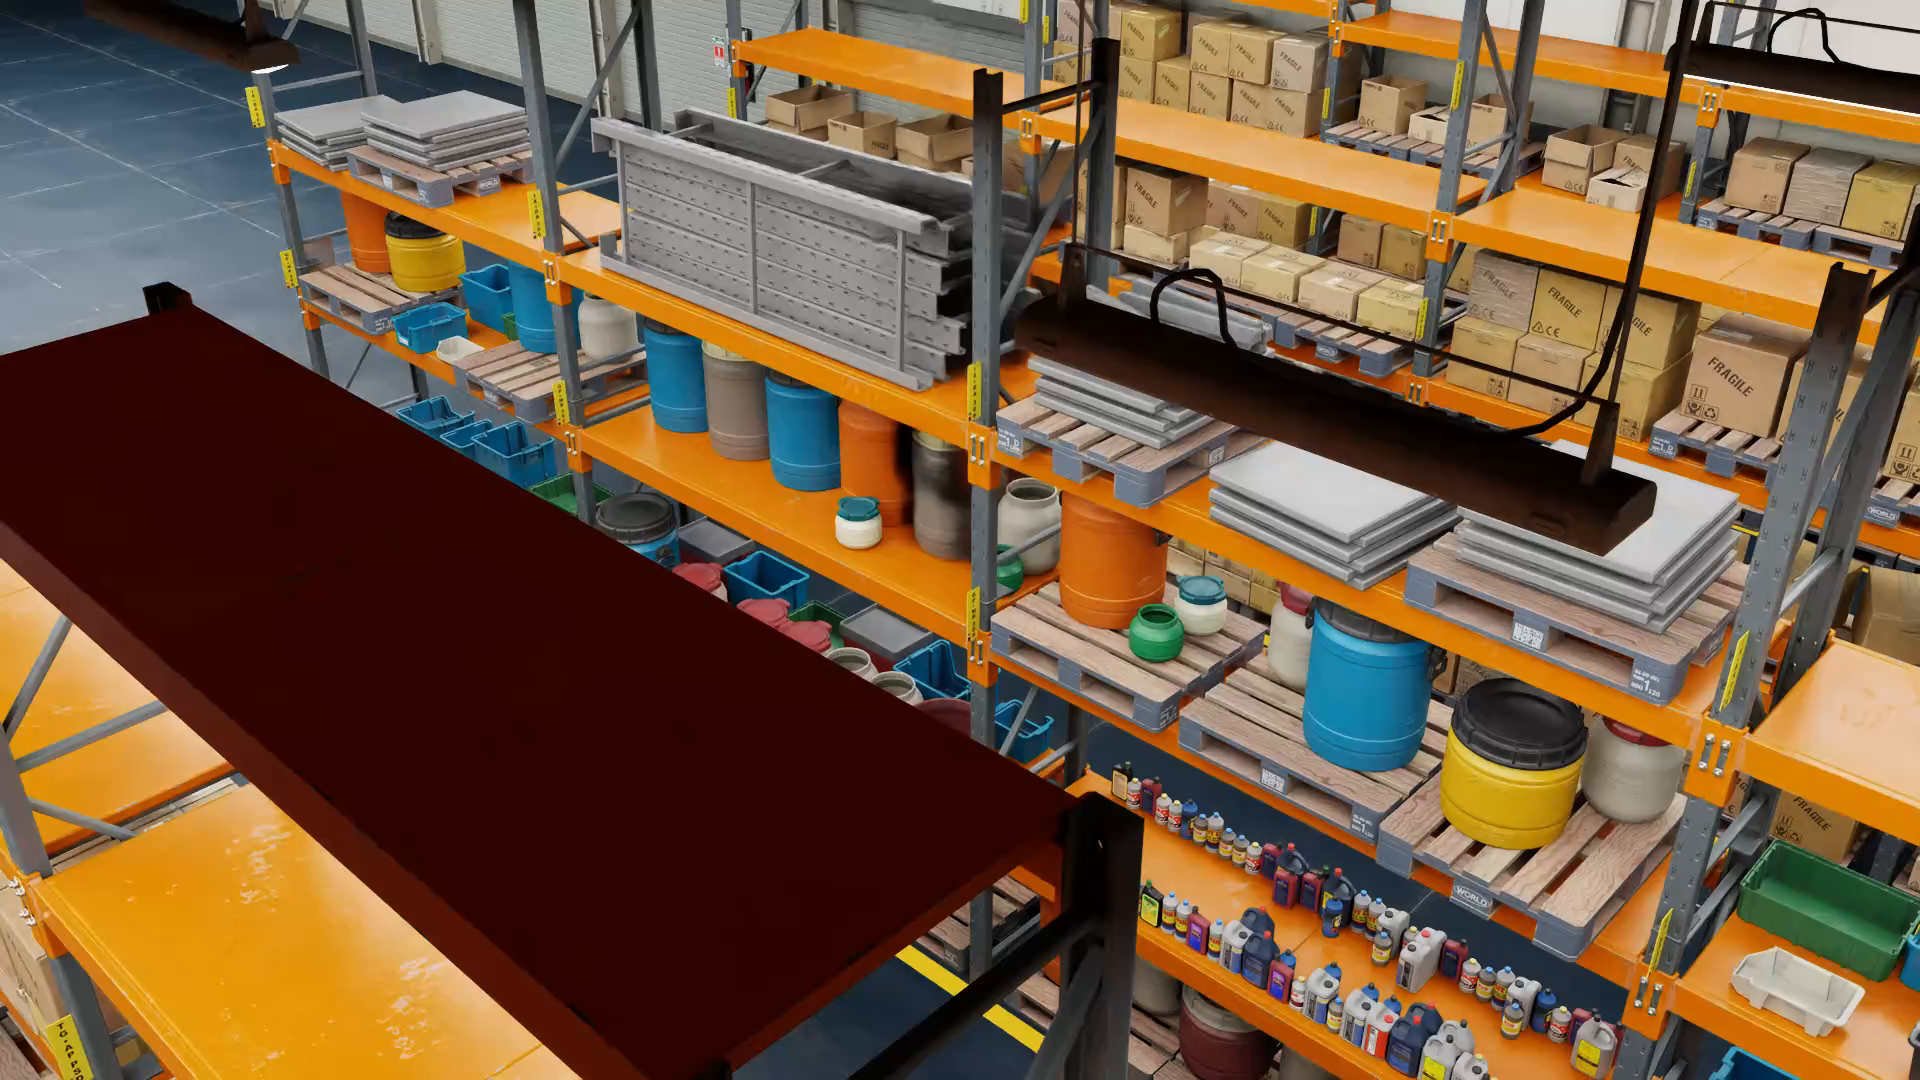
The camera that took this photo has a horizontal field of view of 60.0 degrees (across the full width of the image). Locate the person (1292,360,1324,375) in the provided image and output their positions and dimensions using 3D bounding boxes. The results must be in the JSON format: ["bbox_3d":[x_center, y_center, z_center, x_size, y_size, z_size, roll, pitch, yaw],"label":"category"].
[{"bbox_3d":[3.502,-1.353,16.860,0.823,1.760,0.645,15,33,24],"label":"person"}]
